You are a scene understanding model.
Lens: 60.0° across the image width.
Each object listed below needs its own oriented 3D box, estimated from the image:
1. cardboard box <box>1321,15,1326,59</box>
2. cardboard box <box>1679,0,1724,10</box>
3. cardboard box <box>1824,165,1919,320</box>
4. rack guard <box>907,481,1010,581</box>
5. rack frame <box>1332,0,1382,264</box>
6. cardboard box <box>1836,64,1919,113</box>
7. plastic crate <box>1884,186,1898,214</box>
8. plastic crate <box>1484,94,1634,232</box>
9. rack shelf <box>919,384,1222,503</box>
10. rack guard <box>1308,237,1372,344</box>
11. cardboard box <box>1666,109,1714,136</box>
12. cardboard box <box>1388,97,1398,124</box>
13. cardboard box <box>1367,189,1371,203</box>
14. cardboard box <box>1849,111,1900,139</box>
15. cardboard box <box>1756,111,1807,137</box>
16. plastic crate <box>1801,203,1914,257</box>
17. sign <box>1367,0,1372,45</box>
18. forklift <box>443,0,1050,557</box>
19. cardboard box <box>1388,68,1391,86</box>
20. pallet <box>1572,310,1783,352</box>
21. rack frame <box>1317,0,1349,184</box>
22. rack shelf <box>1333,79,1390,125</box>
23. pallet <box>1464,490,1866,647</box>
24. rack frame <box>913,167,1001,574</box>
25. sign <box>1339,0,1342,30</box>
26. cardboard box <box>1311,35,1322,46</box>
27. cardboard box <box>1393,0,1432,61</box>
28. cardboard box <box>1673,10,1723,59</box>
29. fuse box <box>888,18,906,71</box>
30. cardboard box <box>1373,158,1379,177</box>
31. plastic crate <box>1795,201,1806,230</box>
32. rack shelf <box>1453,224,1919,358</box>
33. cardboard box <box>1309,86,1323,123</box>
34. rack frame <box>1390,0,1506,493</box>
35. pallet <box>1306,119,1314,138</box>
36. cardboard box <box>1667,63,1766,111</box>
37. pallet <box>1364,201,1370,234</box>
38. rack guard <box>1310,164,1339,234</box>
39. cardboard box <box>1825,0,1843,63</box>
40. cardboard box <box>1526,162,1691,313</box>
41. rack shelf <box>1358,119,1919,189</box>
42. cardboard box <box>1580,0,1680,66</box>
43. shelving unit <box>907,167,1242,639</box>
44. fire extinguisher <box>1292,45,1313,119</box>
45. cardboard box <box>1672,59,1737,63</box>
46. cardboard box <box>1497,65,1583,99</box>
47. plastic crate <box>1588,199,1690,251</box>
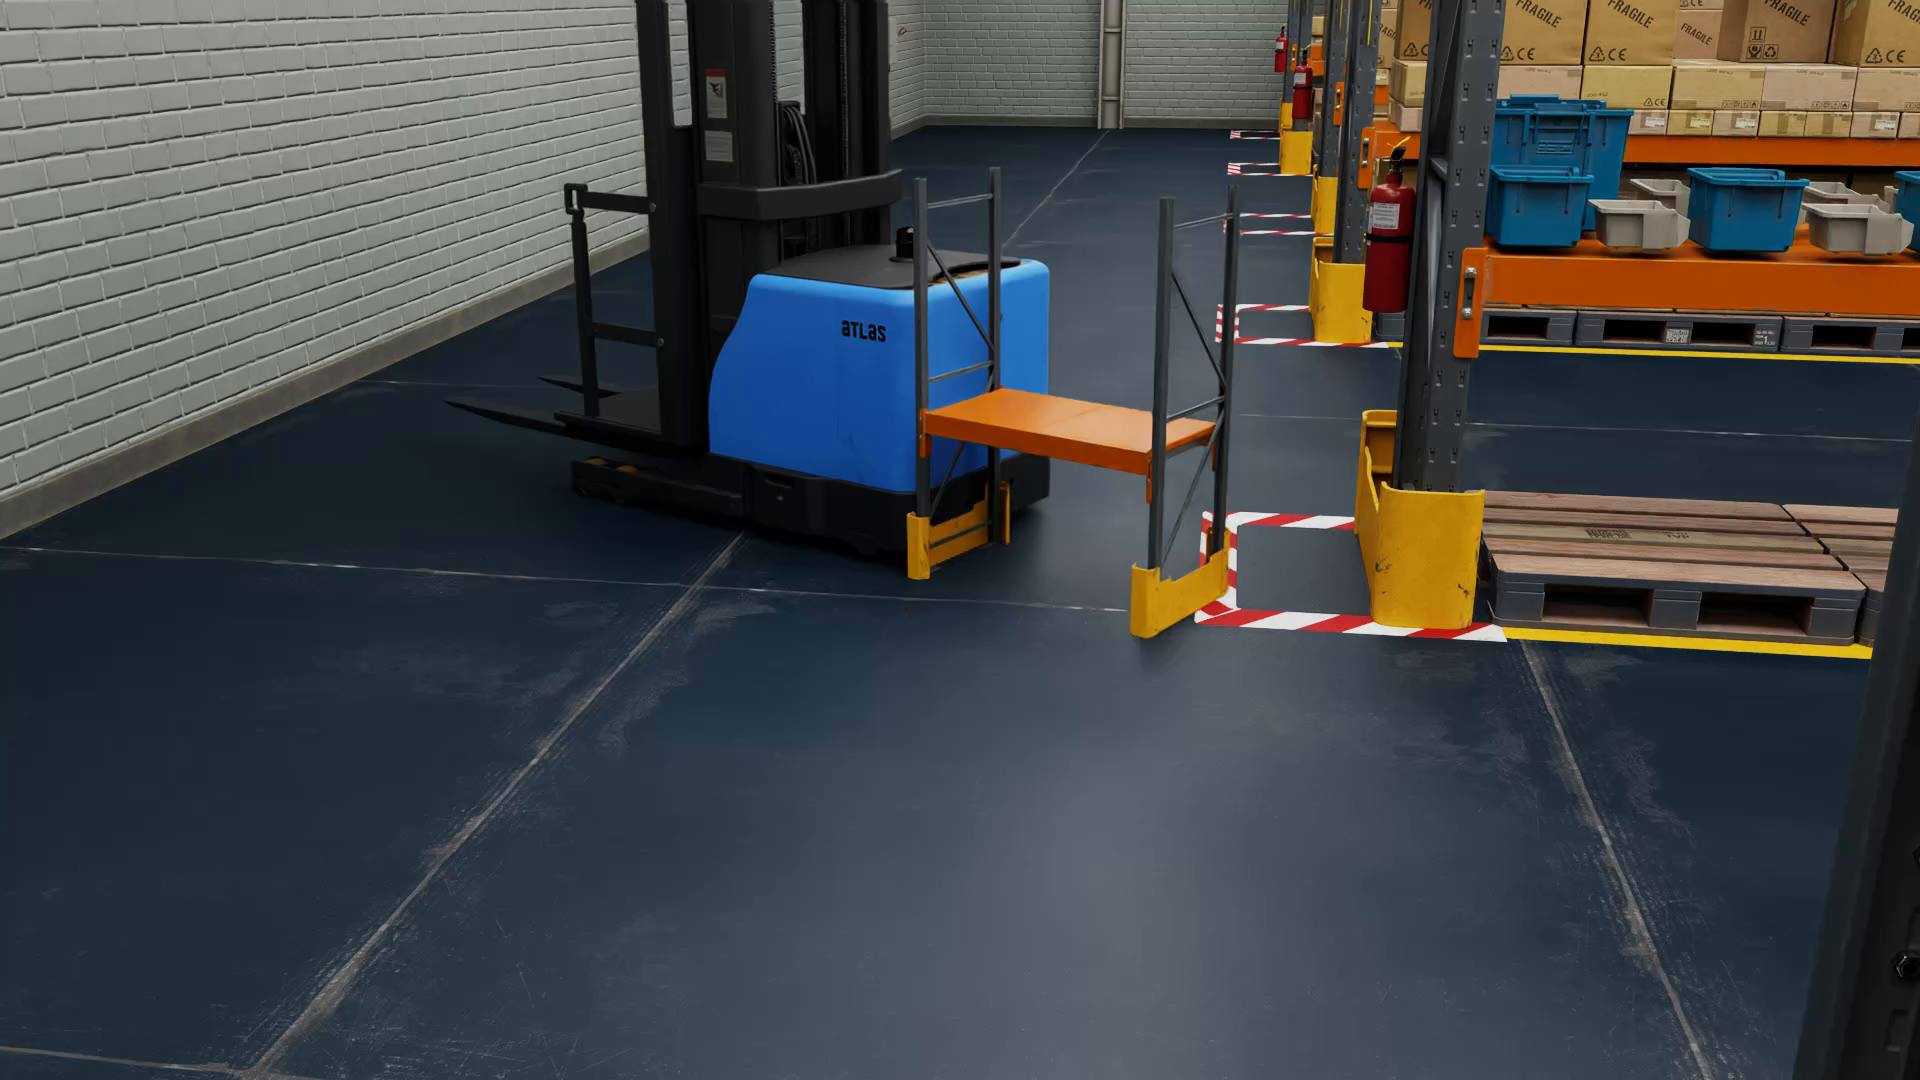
[{"bbox_3d":[4.629,-6.058,20.024,0.500,0.500,0.500,3,19,9],"label":"cardboard box"},{"bbox_3d":[6.356,-4.821,14.282,0.500,0.500,0.500,2,19,7],"label":"cardboard box"},{"bbox_3d":[5.849,-1.896,10.429,0.875,0.875,0.875,3,19,9],"label":"cardboard box"},{"bbox_3d":[0.001,-0.043,6.535,0.087,0.250,0.587,13,23,35],"label":"rack guard"},{"bbox_3d":[2.539,-2.847,10.586,0.127,3.000,1.000,3,19,9],"label":"rack frame"},{"bbox_3d":[5.499,-2.681,9.857,0.500,0.250,0.500,3,19,10],"label":"cardboard box"},{"bbox_3d":[3.445,-1.180,5.924,0.250,0.136,0.298,3,19,9],"label":"plastic crate"},{"bbox_3d":[2.113,-1.383,6.058,0.499,0.435,0.616,3,19,9],"label":"plastic crate"},{"bbox_3d":[0.403,-0.370,6.104,1.000,0.185,0.538,13,23,35],"label":"rack shelf"},{"bbox_3d":[2.515,-1.663,10.986,0.348,0.500,1.175,3,19,9],"label":"rack guard"},{"bbox_3d":[4.356,-2.530,10.033,0.250,0.149,0.380,2,19,7],"label":"cardboard box"},{"bbox_3d":[2.942,-2.814,10.880,0.250,0.149,0.380,3,19,10],"label":"cardboard box"},{"bbox_3d":[3.978,-3.282,15.717,0.250,0.149,0.380,3,19,10],"label":"cardboard box"},{"bbox_3d":[5.373,-2.478,9.879,0.250,0.149,0.380,3,19,10],"label":"cardboard box"},{"bbox_3d":[4.866,-2.504,9.956,0.250,0.149,0.380,3,19,8],"label":"cardboard box"},{"bbox_3d":[2.918,-1.007,5.407,0.298,0.136,0.250,3,19,9],"label":"plastic crate"},{"bbox_3d":[2.445,-3.122,9.917,0.005,0.325,0.100,3,19,9],"label":"sign"},{"bbox_3d":[-1.110,-1.673,7.183,3.031,2.935,1.130,13,22,33],"label":"forklift"},{"bbox_3d":[3.951,-4.158,14.899,0.250,0.149,0.380,4,19,11],"label":"cardboard box"},{"bbox_3d":[4.541,-1.447,10.796,1.213,0.211,1.003,3,19,9],"label":"pallet"},{"bbox_3d":[3.425,-4.396,15.215,0.127,3.000,1.000,3,19,9],"label":"rack frame"},{"bbox_3d":[5.400,-3.954,15.028,4.000,0.370,1.077,3,19,9],"label":"rack shelf"},{"bbox_3d":[2.561,0.080,6.230,1.213,0.211,1.003,3,19,9],"label":"pallet"},{"bbox_3d":[-0.003,-0.636,6.339,0.032,1.500,0.500,13,23,35],"label":"rack frame"},{"bbox_3d":[3.339,-4.637,14.569,0.005,0.325,0.100,3,19,9],"label":"sign"},{"bbox_3d":[5.175,-7.286,24.246,0.250,0.149,0.380,3,19,8],"label":"cardboard box"},{"bbox_3d":[3.061,-3.331,10.616,0.500,0.500,0.500,3,19,9],"label":"cardboard box"},{"bbox_3d":[6.340,-4.346,14.437,0.500,0.500,0.500,2,19,7],"label":"cardboard box"},{"bbox_3d":[-0.983,-6.268,22.840,0.414,1.711,0.539,3,19,9],"label":"fuse box"},{"bbox_3d":[3.888,-3.393,15.109,0.250,0.149,0.380,2,19,6],"label":"cardboard box"},{"bbox_3d":[2.871,-1.196,5.970,0.243,0.136,0.396,3,19,9],"label":"plastic crate"},{"bbox_3d":[3.728,-0.854,5.762,4.000,0.370,1.077,3,19,9],"label":"rack shelf"},{"bbox_3d":[5.483,-6.462,24.662,0.637,0.503,0.797,2,19,6],"label":"cardboard box"},{"bbox_3d":[1.753,-1.296,5.948,0.127,3.000,1.000,3,19,9],"label":"rack frame"},{"bbox_3d":[5.756,-6.141,24.825,1.213,0.211,1.003,3,19,9],"label":"pallet"},{"bbox_3d":[4.495,-2.733,10.013,0.500,0.250,0.500,3,19,8],"label":"cardboard box"},{"bbox_3d":[4.297,-3.018,15.490,1.213,0.211,1.003,3,19,9],"label":"pallet"},{"bbox_3d":[3.500,-3.207,15.600,0.348,0.500,1.175,3,19,9],"label":"rack guard"},{"bbox_3d":[5.571,-3.203,10.235,0.500,0.500,0.500,3,19,9],"label":"cardboard box"},{"bbox_3d":[4.082,-1.986,10.698,0.875,0.875,0.875,3,19,9],"label":"cardboard box"},{"bbox_3d":[4.513,-2.406,10.399,4.000,0.370,1.077,3,19,9],"label":"rack shelf"},{"bbox_3d":[3.976,-3.115,9.971,0.500,0.500,0.500,2,19,7],"label":"cardboard box"},{"bbox_3d":[0.395,-0.543,6.053,1.083,1.500,0.587,13,23,35],"label":"shelving unit"},{"bbox_3d":[3.250,-4.340,15.756,0.183,0.674,0.296,3,19,9],"label":"fire extinguisher"},{"bbox_3d":[4.577,-2.900,10.510,0.500,0.250,0.500,3,19,9],"label":"cardboard box"},{"bbox_3d":[3.484,-2.785,10.165,0.500,0.250,0.500,3,19,8],"label":"cardboard box"},{"bbox_3d":[2.248,-1.041,5.509,0.298,0.136,0.250,3,19,9],"label":"plastic crate"}]
